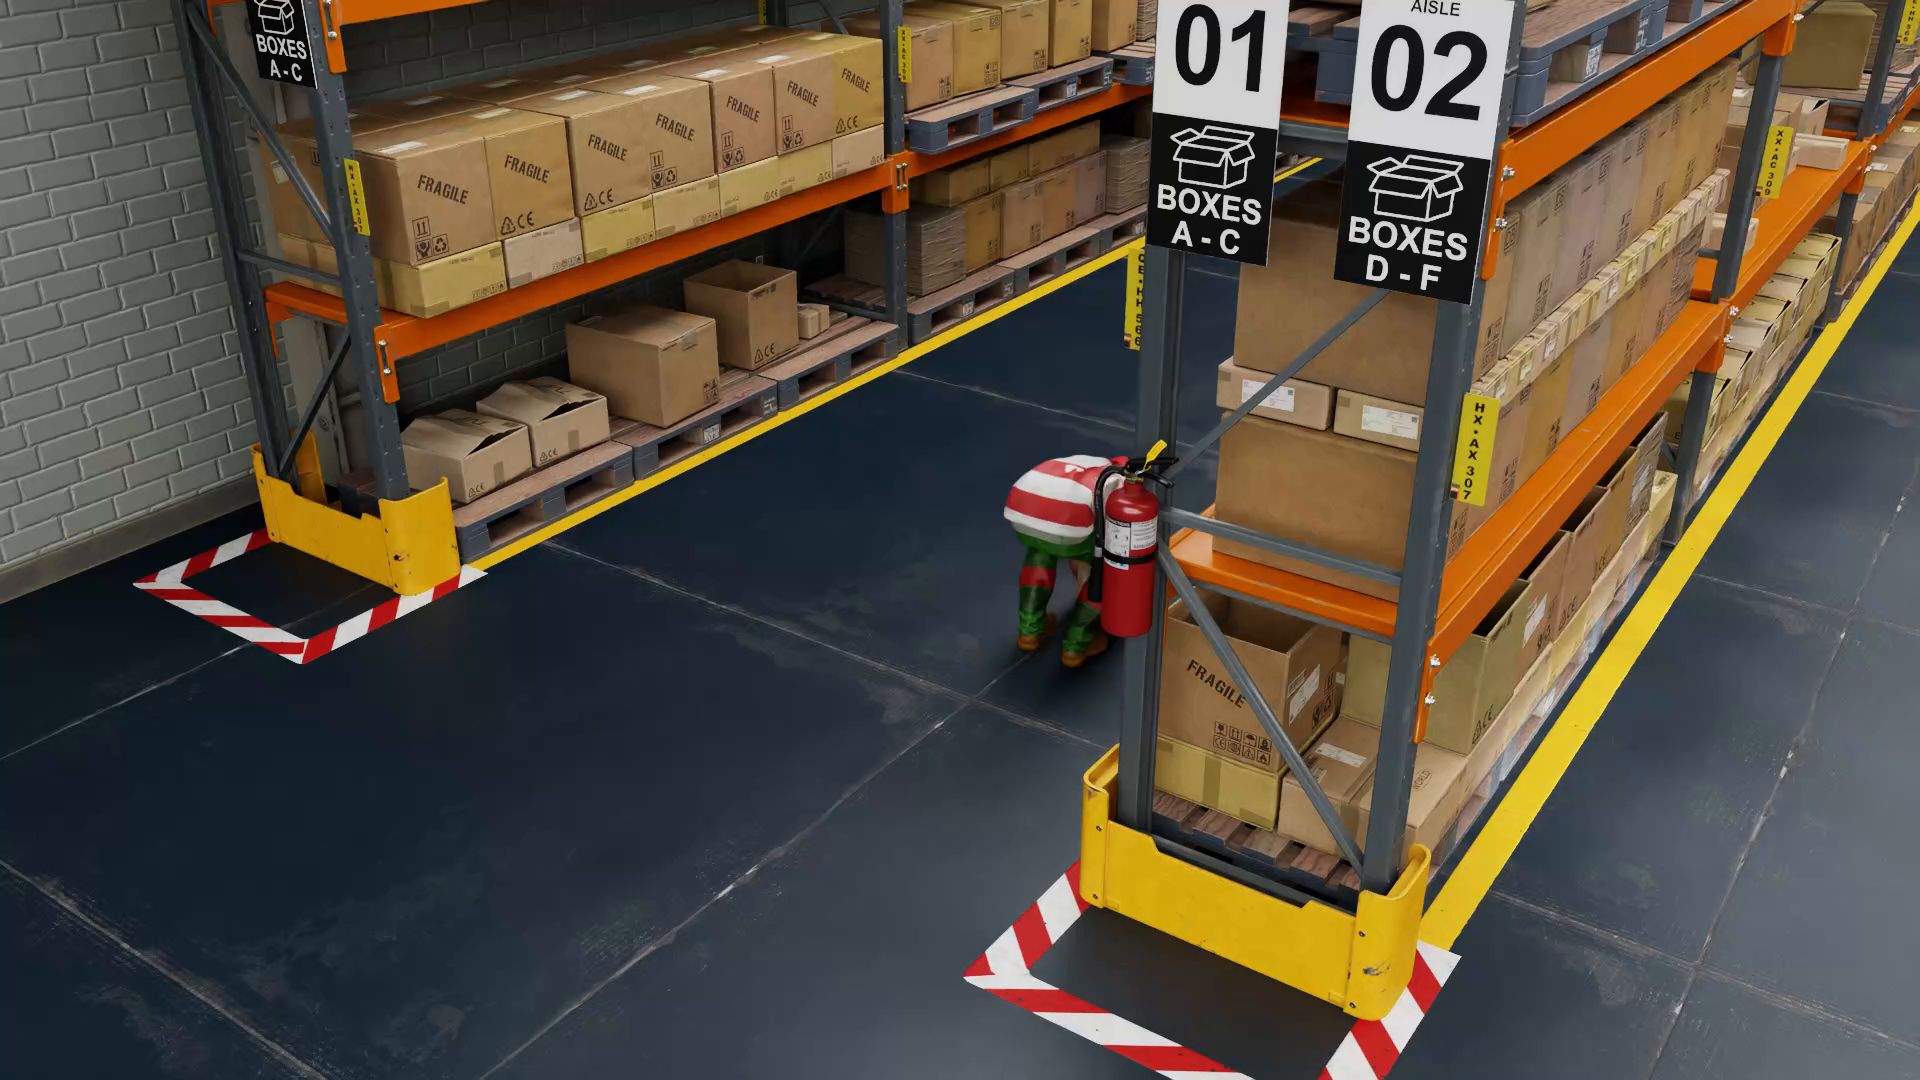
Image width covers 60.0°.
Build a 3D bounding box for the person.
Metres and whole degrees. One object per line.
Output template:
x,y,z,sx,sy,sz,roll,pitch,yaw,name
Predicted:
0.548,0.008,7.532,0.535,0.931,0.951,16,31,28,person
